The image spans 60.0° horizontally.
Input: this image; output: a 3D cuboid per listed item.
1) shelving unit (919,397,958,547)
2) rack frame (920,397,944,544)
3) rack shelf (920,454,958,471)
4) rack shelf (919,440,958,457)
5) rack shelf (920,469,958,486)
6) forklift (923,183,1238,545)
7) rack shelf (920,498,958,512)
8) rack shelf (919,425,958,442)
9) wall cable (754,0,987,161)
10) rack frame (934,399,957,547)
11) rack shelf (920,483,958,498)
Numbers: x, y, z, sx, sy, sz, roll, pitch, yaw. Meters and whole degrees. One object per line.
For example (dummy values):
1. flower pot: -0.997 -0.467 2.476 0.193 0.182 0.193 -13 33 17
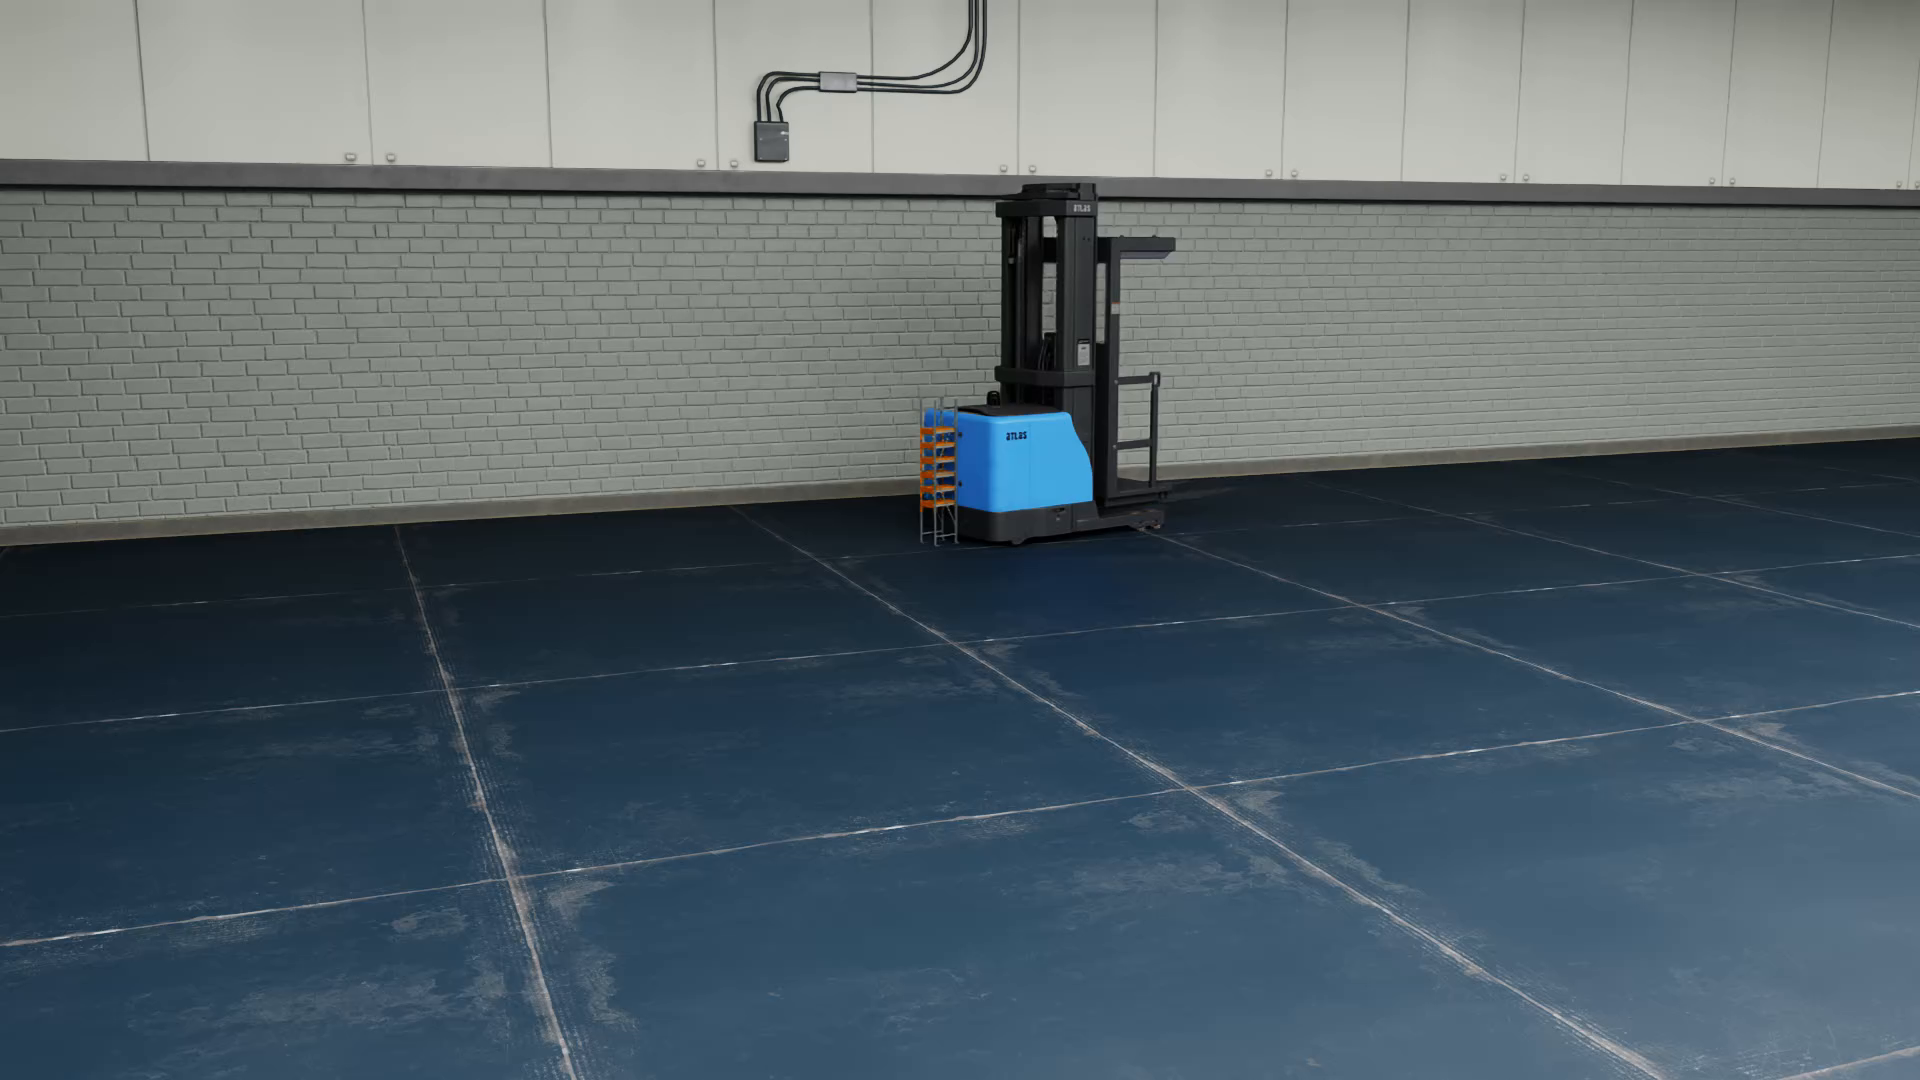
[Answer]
1. shelving unit: -0.175 -0.560 13.642 0.258 1.200 0.189 -8 13 -38
2. rack frame: -0.233 -0.572 13.712 0.240 1.200 0.006 -8 13 -38
3. rack shelf: -0.175 -0.634 13.629 0.258 0.103 0.180 -8 13 -38
4. rack shelf: -0.175 -0.752 13.608 0.258 0.103 0.180 -8 13 -38
5. rack shelf: -0.175 -0.516 13.650 0.258 0.103 0.180 -8 13 -38
6. forklift: 1.161 -1.585 14.460 3.031 2.935 1.130 -8 13 -37
7. rack shelf: -0.175 -0.280 13.692 0.258 0.103 0.180 -8 13 -38
8. rack shelf: -0.175 -0.871 13.587 0.258 0.103 0.180 -8 13 -38
9. wall cable: -0.801 -6.526 15.203 2.305 6.003 0.169 -4 11 -21
10. rack frame: -0.117 -0.547 13.572 0.240 1.200 0.006 -8 13 -38
11. rack shelf: -0.175 -0.398 13.671 0.258 0.103 0.180 -8 13 -38
